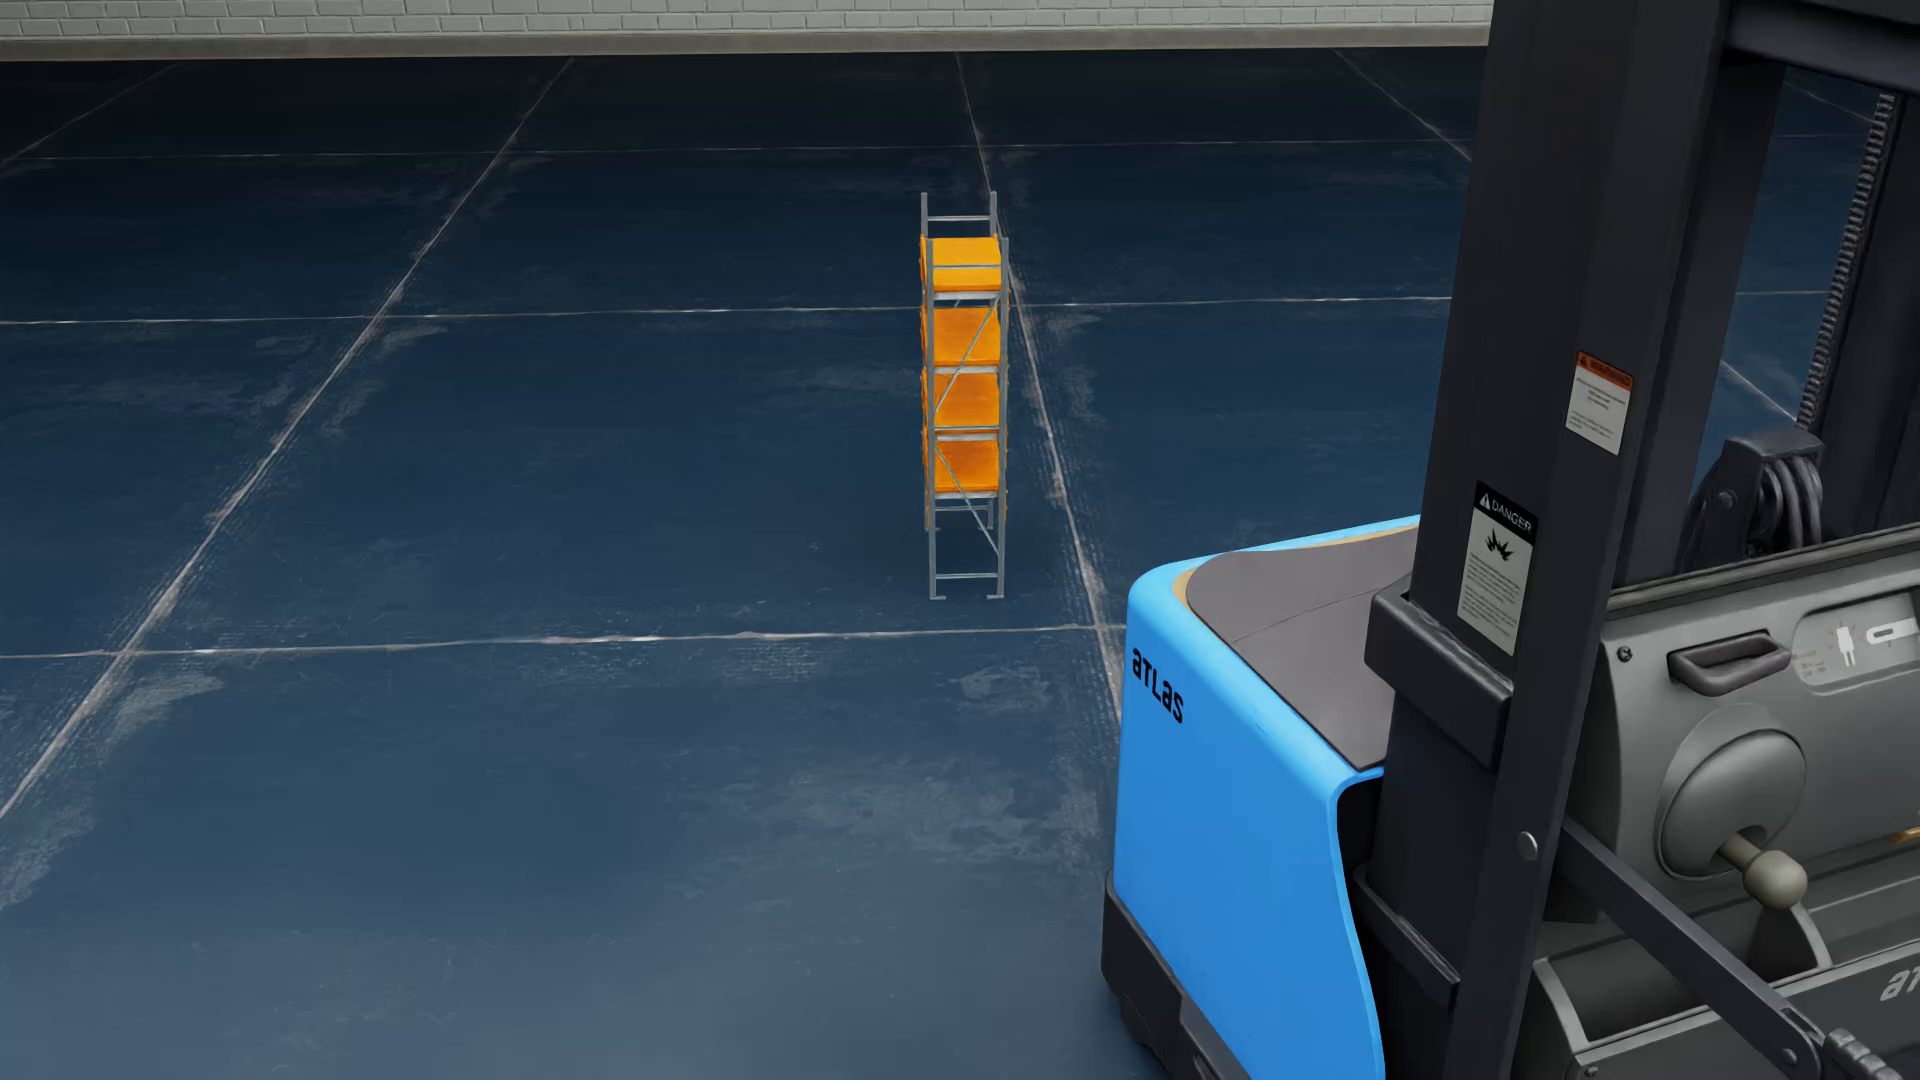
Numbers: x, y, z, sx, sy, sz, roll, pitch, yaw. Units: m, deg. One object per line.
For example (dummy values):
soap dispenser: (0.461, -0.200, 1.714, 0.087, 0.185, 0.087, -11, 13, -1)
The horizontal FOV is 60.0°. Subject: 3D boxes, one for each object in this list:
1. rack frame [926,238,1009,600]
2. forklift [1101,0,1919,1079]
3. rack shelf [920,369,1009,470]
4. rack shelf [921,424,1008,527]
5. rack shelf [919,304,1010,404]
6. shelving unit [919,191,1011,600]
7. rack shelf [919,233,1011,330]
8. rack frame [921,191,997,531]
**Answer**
rack frame: (0.021, -0.343, 5.110, 0.240, 1.200, 0.015, -1, 28, -3)
forklift: (1.328, 0.263, 2.076, 1.130, 2.935, 3.031, -10, 29, -19)
rack shelf: (0.009, -0.396, 5.357, 0.258, 0.148, 0.480, -1, 28, -3)
rack shelf: (0.009, -0.220, 5.449, 0.258, 0.148, 0.480, -1, 28, -3)
rack shelf: (0.009, -0.594, 5.254, 0.258, 0.148, 0.480, -1, 28, -3)
shelving unit: (0.009, -0.456, 5.326, 0.258, 1.200, 0.503, -1, 28, -3)
rack shelf: (0.009, -0.804, 5.144, 0.258, 0.148, 0.480, -1, 28, -3)
rack frame: (-0.004, -0.568, 5.542, 0.240, 1.200, 0.015, -1, 28, -3)
